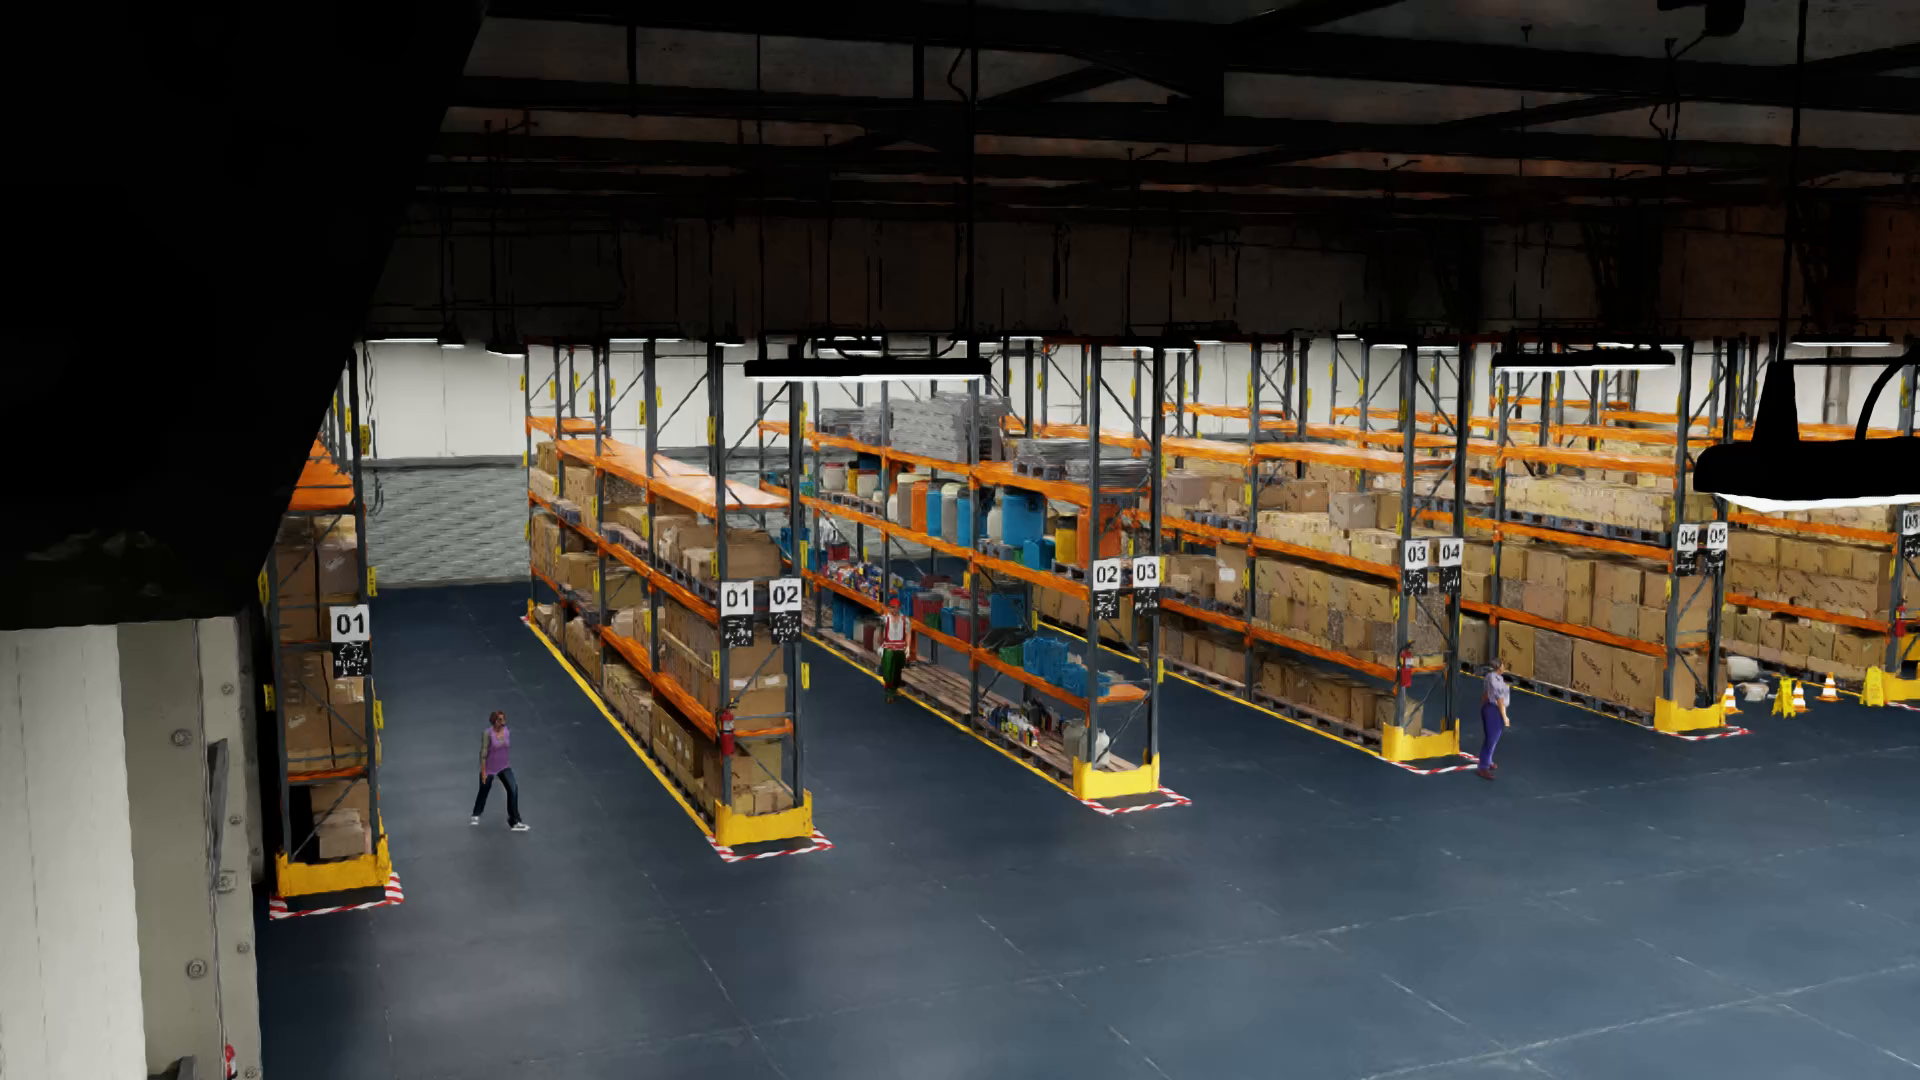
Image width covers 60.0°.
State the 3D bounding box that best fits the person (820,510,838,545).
[{"bbox_3d":[-3.348,-0.004,41.641,0.639,1.632,0.512,-3,8,-24],"label":"person"}]

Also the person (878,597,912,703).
[{"bbox_3d":[-1.069,1.802,27.577,0.534,1.726,1.038,-2,8,-13],"label":"person"}]

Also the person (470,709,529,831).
[{"bbox_3d":[-5.759,2.836,20.615,0.880,1.536,0.452,7,11,44],"label":"person"}]

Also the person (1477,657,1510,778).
[{"bbox_3d":[7.417,2.446,23.154,0.433,1.648,0.680,0,8,1],"label":"person"}]
